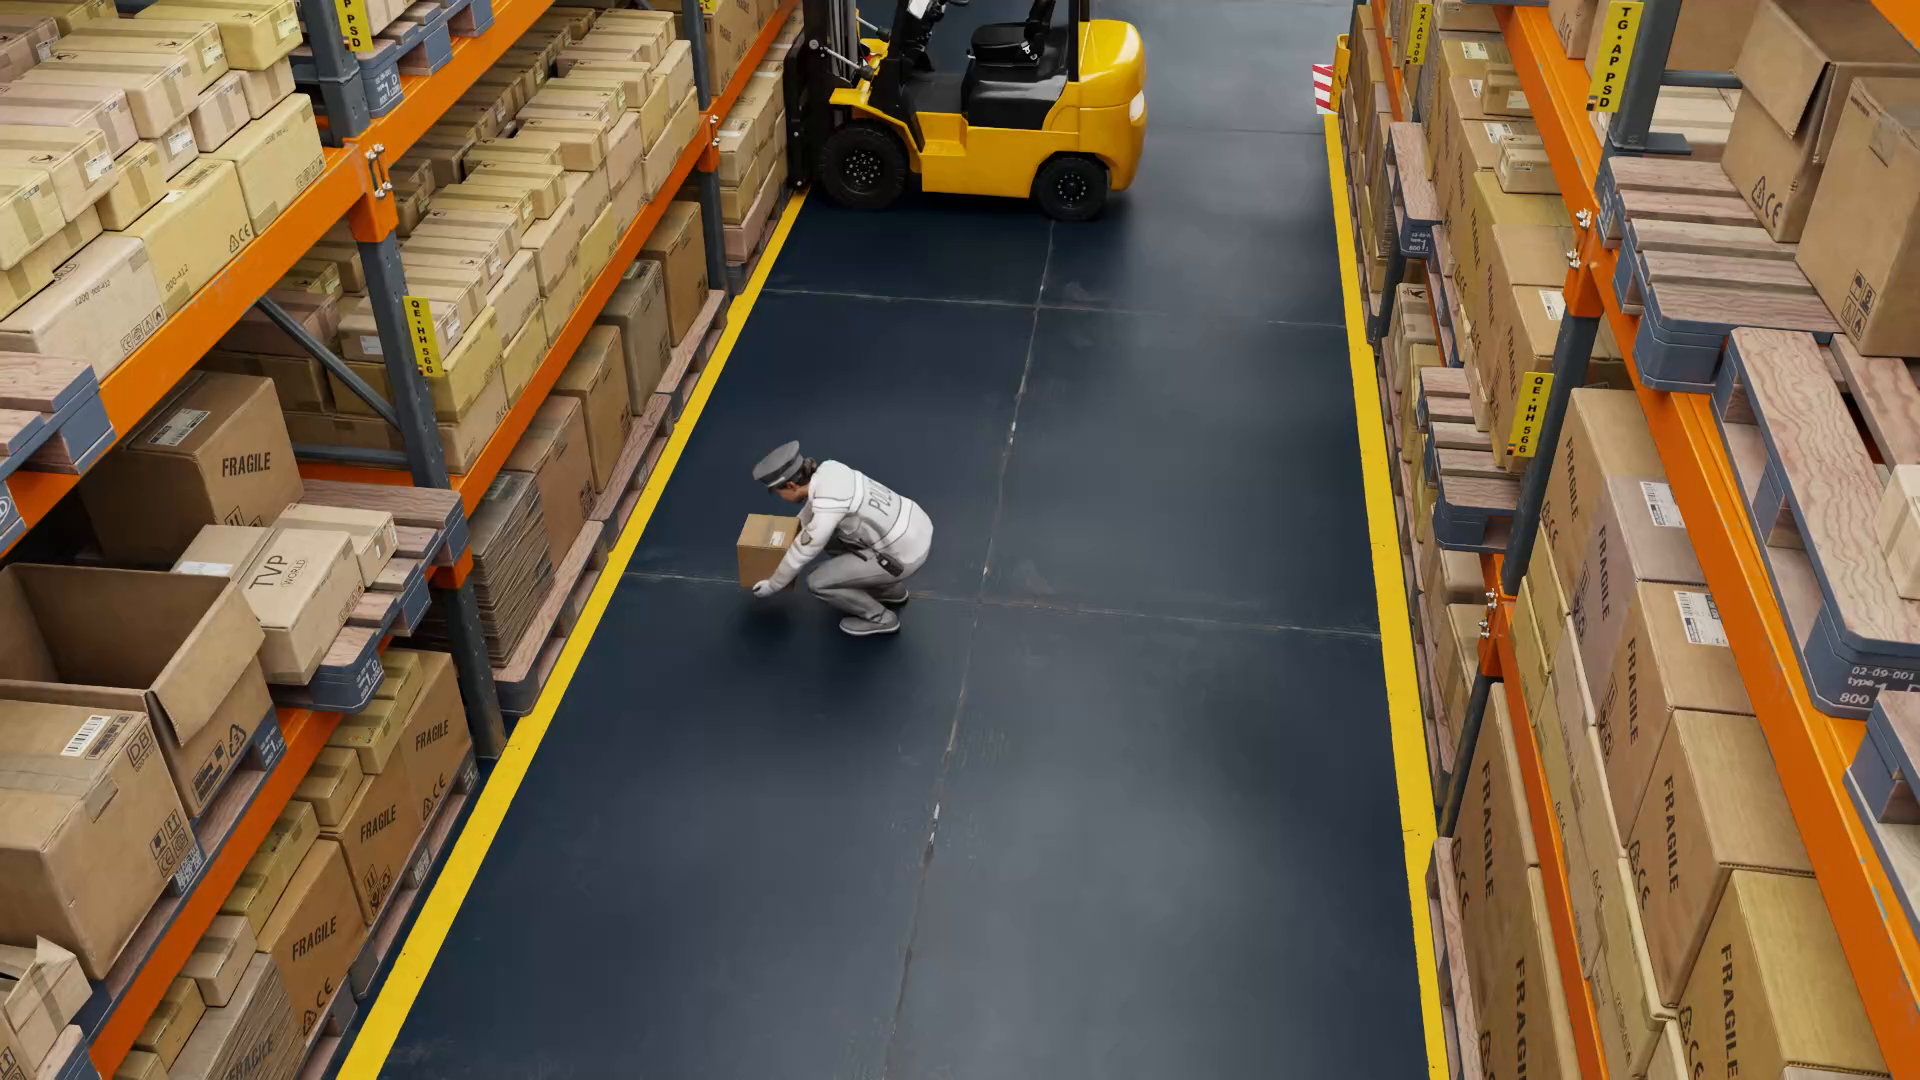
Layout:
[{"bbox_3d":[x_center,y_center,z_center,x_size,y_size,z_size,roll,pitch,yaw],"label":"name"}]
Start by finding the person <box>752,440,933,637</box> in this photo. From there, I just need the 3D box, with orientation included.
[{"bbox_3d":[-0.547,-0.030,7.684,0.829,0.958,0.495,4,37,6],"label":"person"}]
